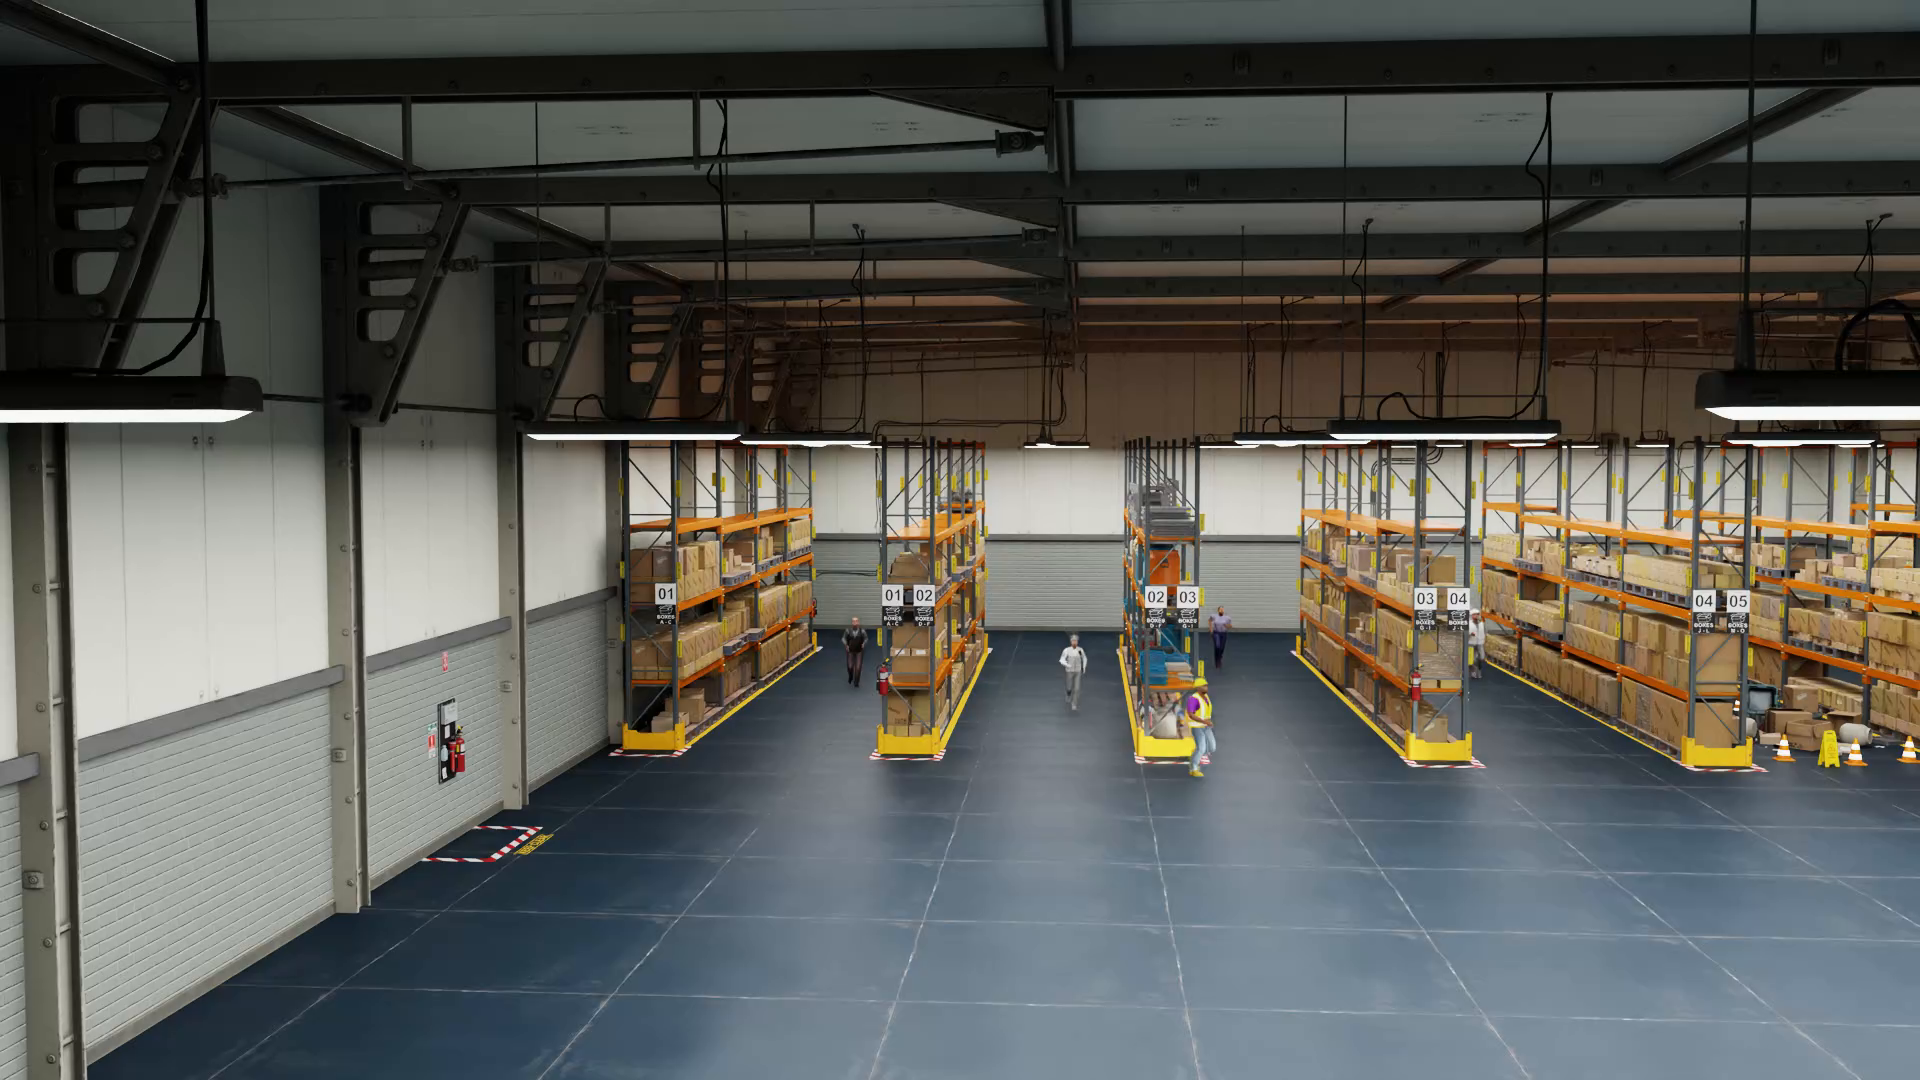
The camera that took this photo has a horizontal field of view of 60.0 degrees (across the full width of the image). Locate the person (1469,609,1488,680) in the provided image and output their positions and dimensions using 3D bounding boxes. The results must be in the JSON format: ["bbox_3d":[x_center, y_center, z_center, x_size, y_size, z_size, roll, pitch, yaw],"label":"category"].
[{"bbox_3d":[12.955,2.618,41.694,0.641,1.772,0.651,0,3,4],"label":"person"}]

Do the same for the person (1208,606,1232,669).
[{"bbox_3d":[6.883,2.574,44.041,0.575,1.699,0.812,0,3,-5],"label":"person"}]

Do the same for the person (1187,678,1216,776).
[{"bbox_3d":[4.272,3.288,29.293,0.594,1.726,0.738,2,4,37],"label":"person"}]

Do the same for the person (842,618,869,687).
[{"bbox_3d":[-2.543,2.725,40.355,0.655,1.672,0.598,0,3,-4],"label":"person"}]

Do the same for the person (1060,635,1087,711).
[{"bbox_3d":[2.525,2.917,36.868,0.619,1.663,0.684,0,3,-5],"label":"person"}]
